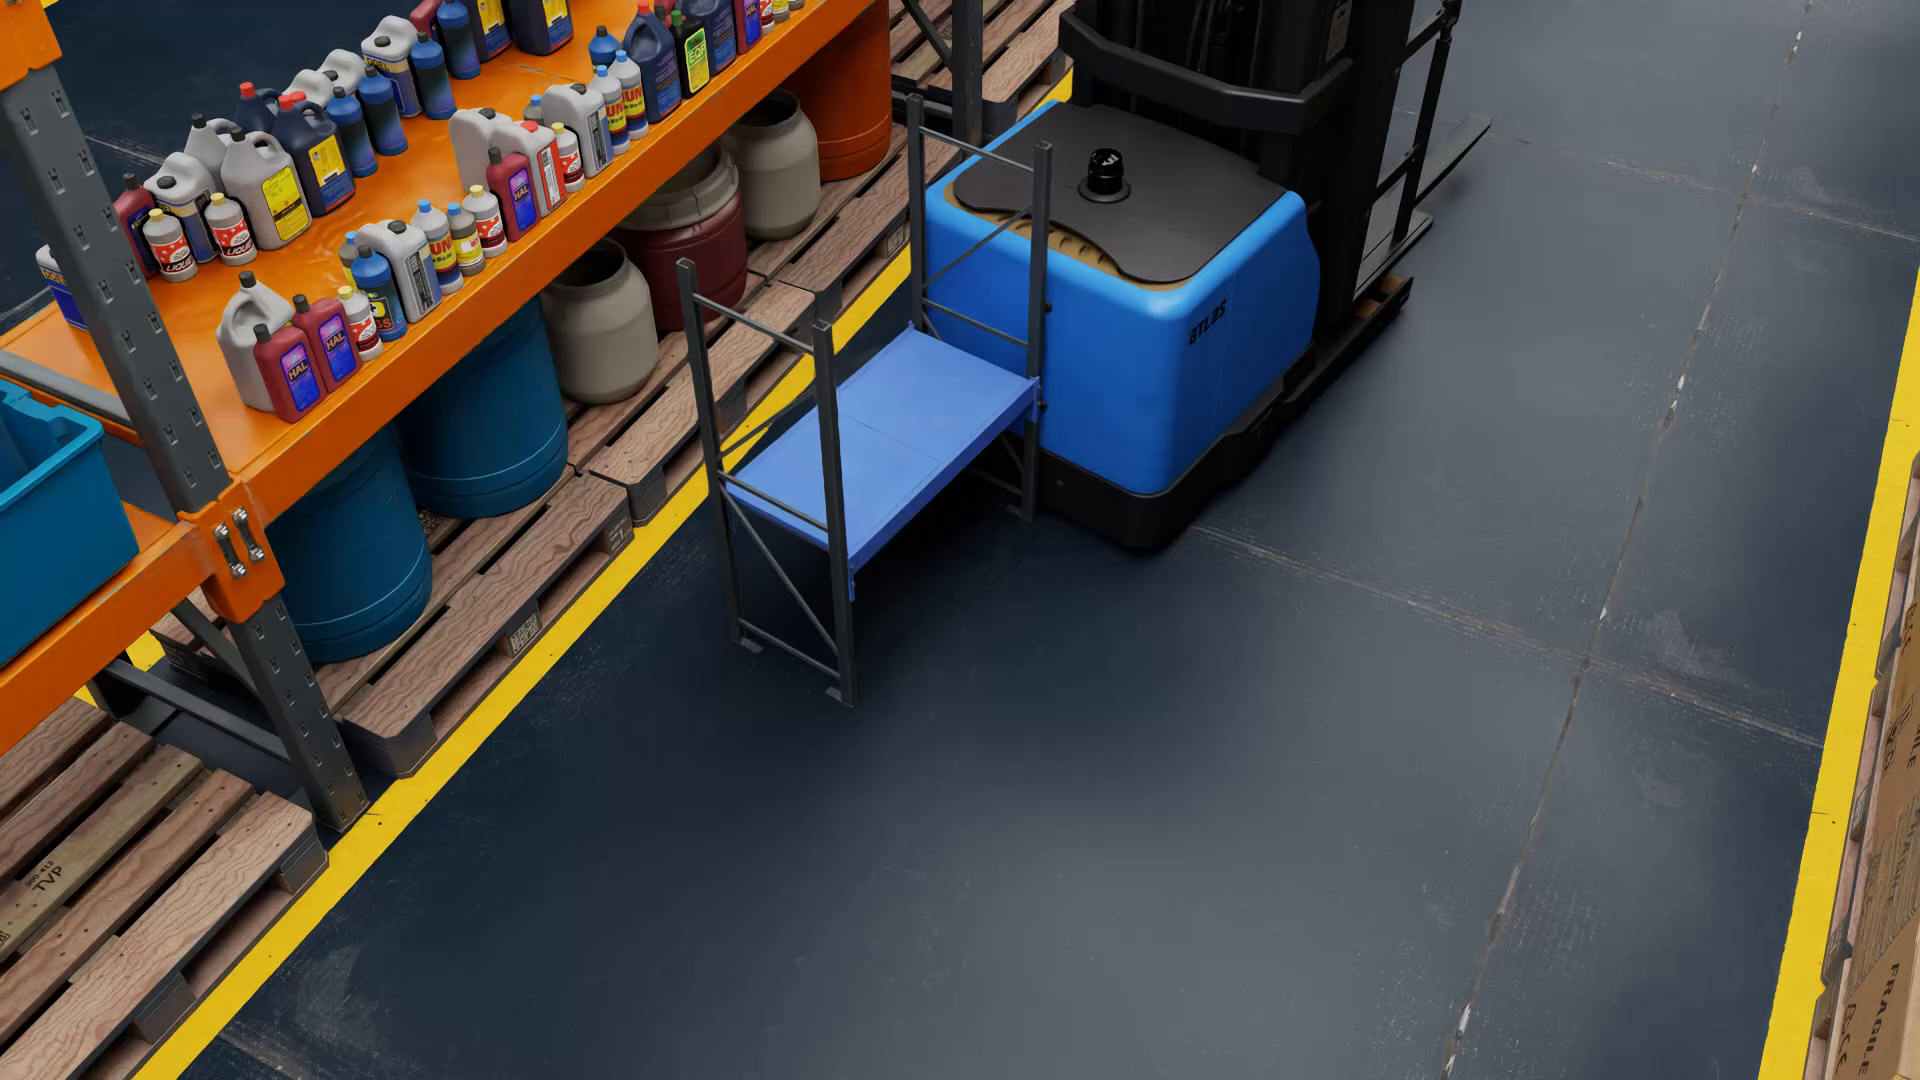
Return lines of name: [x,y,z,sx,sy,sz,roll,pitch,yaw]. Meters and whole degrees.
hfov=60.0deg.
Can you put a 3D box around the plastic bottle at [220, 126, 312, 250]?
plastic bottle: [-1.965,-1.011,4.675,0.144,0.351,0.185,20,49,19]

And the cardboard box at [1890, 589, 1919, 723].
cardboard box: [3.074,0.291,4.802,0.500,0.500,0.500,20,49,19]

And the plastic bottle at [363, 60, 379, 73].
plastic bottle: [-1.837,-1.389,5.154,0.097,0.201,0.097,0,45,0]

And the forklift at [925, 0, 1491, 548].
forklift: [1.137,-2.003,5.668,1.130,2.935,3.031,28,52,25]

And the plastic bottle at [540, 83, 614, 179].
plastic bottle: [-1.139,-1.241,4.955,0.152,0.276,0.135,20,49,19]

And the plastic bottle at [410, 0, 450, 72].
plastic bottle: [-1.692,-1.643,5.347,0.061,0.283,0.133,20,49,19]

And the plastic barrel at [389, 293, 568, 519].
plastic barrel: [-1.633,-0.582,5.397,0.600,0.901,0.708,20,49,19]

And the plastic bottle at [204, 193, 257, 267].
plastic bottle: [-2.044,-0.875,4.646,0.097,0.201,0.097,0,45,0]

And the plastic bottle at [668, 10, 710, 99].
plastic bottle: [-0.860,-1.552,5.257,0.061,0.283,0.133,20,49,19]

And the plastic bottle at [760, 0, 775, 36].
plastic bottle: [-0.675,-1.802,5.562,0.097,0.201,0.097,0,45,0]

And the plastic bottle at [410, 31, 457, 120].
plastic bottle: [-1.640,-1.448,5.163,0.097,0.271,0.097,0,45,0]

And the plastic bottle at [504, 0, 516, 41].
plastic bottle: [-1.503,-1.826,5.533,0.152,0.276,0.135,20,49,19]

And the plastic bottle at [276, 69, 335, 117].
plastic bottle: [-1.929,-1.249,4.962,0.152,0.276,0.135,20,49,19]

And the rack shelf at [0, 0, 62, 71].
rack shelf: [-1.301,-2.451,4.460,1.077,0.370,4.000,20,49,19]

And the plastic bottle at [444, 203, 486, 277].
plastic bottle: [-1.384,-0.841,4.612,0.097,0.201,0.097,0,45,0]

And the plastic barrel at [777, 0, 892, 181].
plastic barrel: [-0.584,-1.980,6.829,0.600,0.830,0.708,20,49,19]

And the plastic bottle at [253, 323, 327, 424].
plastic bottle: [-1.681,-0.438,4.156,0.061,0.283,0.133,20,49,19]

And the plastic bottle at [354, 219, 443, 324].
plastic bottle: [-1.507,-0.742,4.462,0.152,0.276,0.135,20,49,19]

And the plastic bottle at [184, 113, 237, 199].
plastic bottle: [-2.092,-1.059,4.722,0.144,0.351,0.185,20,49,19]

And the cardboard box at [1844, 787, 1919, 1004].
cardboard box: [2.602,0.943,4.158,0.500,0.500,0.500,21,49,20]

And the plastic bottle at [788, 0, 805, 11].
plastic bottle: [-0.585,-1.925,5.683,0.097,0.201,0.097,0,45,0]

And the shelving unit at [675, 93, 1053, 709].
shelving unit: [-0.241,-0.402,5.093,0.538,1.500,1.048,27,51,24]

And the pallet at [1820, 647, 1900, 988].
pallet: [3.066,0.932,4.680,1.003,0.211,1.213,20,49,19]

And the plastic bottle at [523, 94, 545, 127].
plastic bottle: [-1.258,-1.244,5.010,0.097,0.201,0.097,0,45,0]

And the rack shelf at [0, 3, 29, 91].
rack shelf: [-3.158,0.069,1.970,1.077,0.370,4.000,20,49,19]

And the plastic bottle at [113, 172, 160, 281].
plastic bottle: [-2.265,-0.864,4.577,0.061,0.283,0.133,20,49,19]

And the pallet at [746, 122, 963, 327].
pallet: [-0.701,-1.418,7.004,1.003,0.211,1.213,20,49,19]

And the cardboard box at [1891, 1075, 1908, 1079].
cardboard box: [2.132,1.567,3.540,0.500,0.500,0.500,20,49,19]

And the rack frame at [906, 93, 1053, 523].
rack frame: [0.053,-0.697,5.384,0.500,1.500,0.032,27,51,24]

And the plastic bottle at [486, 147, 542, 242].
plastic bottle: [-1.269,-0.998,4.709,0.061,0.283,0.133,20,49,19]

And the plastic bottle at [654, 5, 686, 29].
plastic bottle: [-0.914,-1.572,5.277,0.061,0.283,0.133,20,49,19]

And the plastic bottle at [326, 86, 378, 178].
plastic bottle: [-1.810,-1.217,4.935,0.097,0.271,0.097,0,45,0]

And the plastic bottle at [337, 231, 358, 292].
plastic bottle: [-1.626,-0.745,4.517,0.097,0.201,0.097,0,45,0]

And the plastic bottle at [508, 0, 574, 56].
plastic bottle: [-1.384,-1.788,5.442,0.144,0.351,0.185,20,49,19]

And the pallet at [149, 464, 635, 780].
pallet: [-1.834,0.119,5.484,1.003,0.211,1.213,20,49,19]

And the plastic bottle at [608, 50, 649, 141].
plastic bottle: [-1.016,-1.365,5.080,0.097,0.271,0.097,0,45,0]

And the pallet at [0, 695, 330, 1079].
pallet: [-2.536,1.067,4.547,1.003,0.211,1.213,20,49,19]

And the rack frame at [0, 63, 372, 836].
rack frame: [-2.229,-0.389,4.026,1.000,3.000,0.127,20,49,19]

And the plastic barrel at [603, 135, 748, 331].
plastic barrel: [-1.109,-1.184,6.211,0.600,0.588,0.708,20,49,19]

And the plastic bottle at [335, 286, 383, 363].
plastic bottle: [-1.582,-0.572,4.346,0.097,0.201,0.097,0,45,0]

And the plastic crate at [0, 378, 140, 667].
plastic crate: [-2.144,0.002,3.608,0.392,0.384,0.575,20,49,19]
